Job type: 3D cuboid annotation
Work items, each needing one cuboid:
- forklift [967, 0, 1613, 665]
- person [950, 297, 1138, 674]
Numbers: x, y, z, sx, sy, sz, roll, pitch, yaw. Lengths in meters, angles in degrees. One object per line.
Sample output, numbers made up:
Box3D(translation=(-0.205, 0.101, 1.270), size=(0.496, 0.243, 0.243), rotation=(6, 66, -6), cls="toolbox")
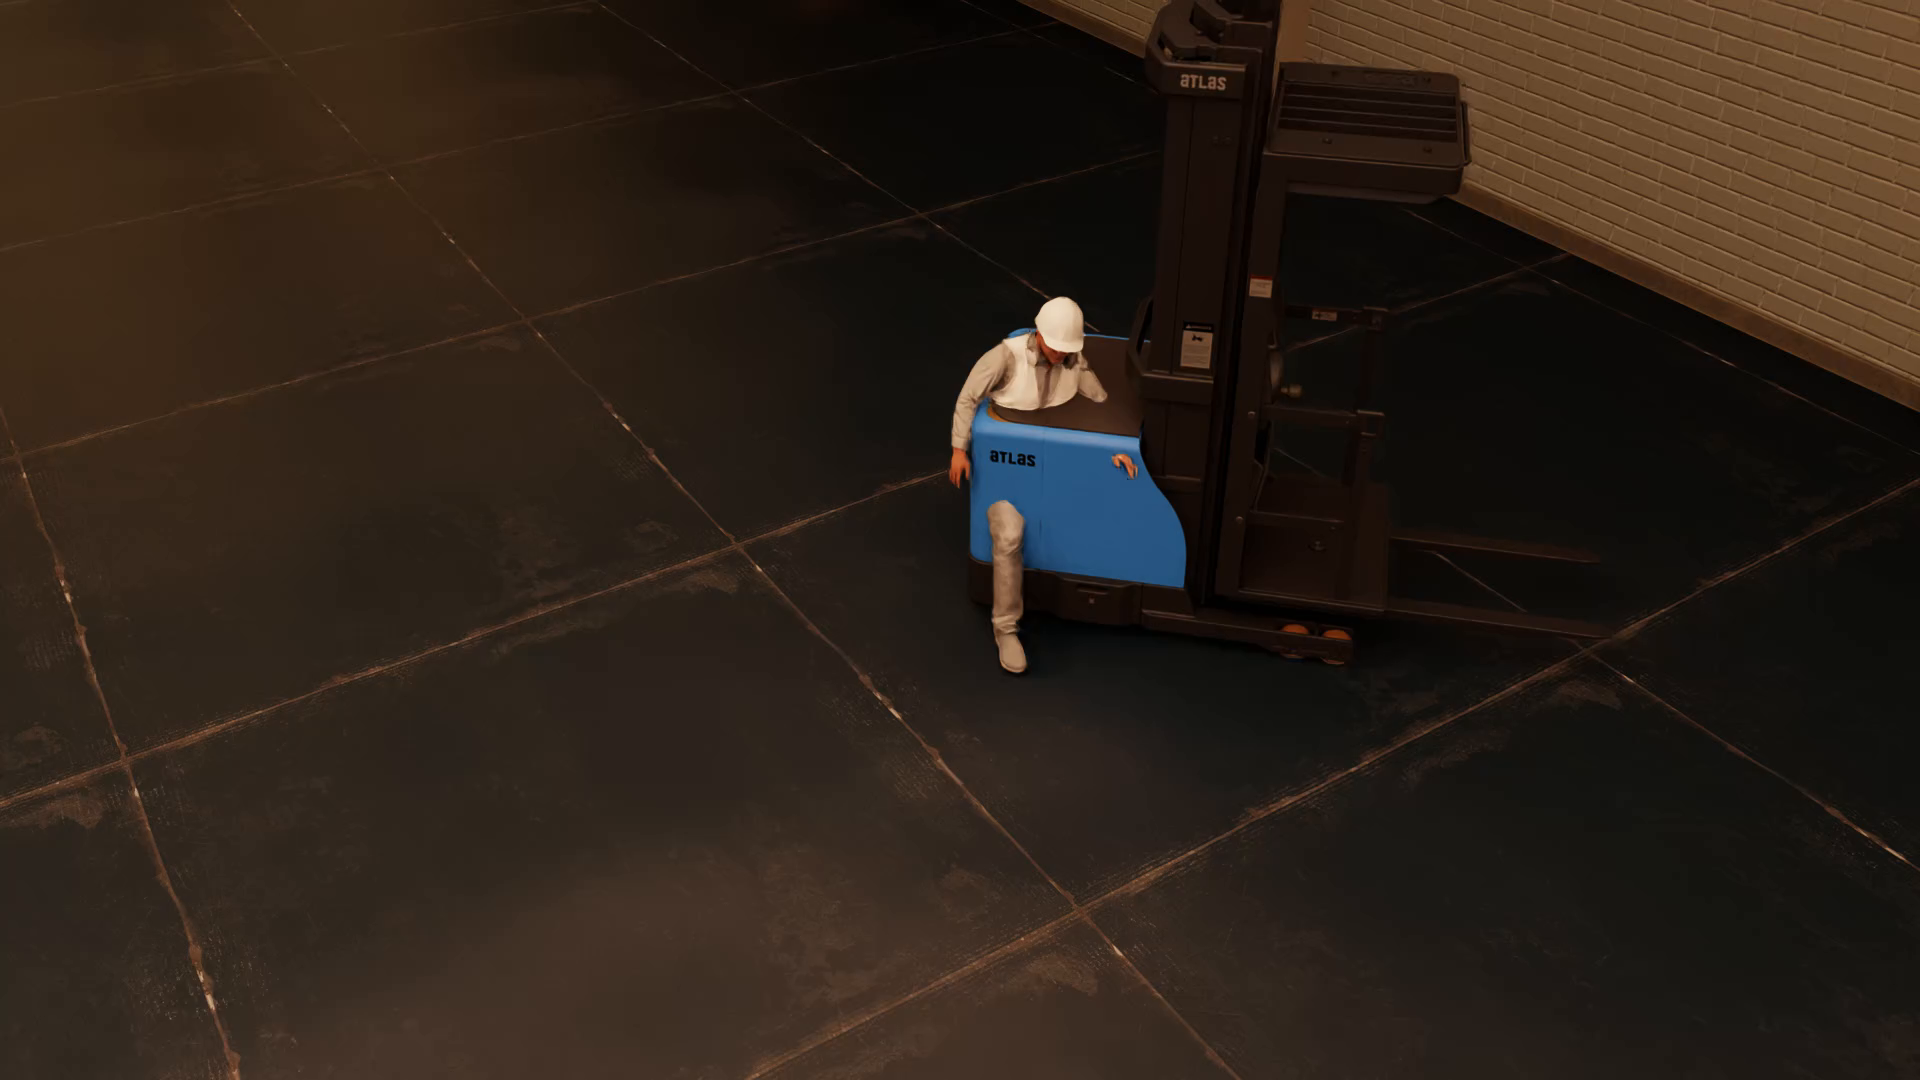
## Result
Box3D(translation=(1.608, -0.946, 7.493), size=(3.031, 2.935, 1.130), rotation=(7, 36, 10), cls="forklift")
Box3D(translation=(0.417, -0.311, 7.715), size=(0.866, 1.565, 0.930), rotation=(-10, 36, -14), cls="person")
